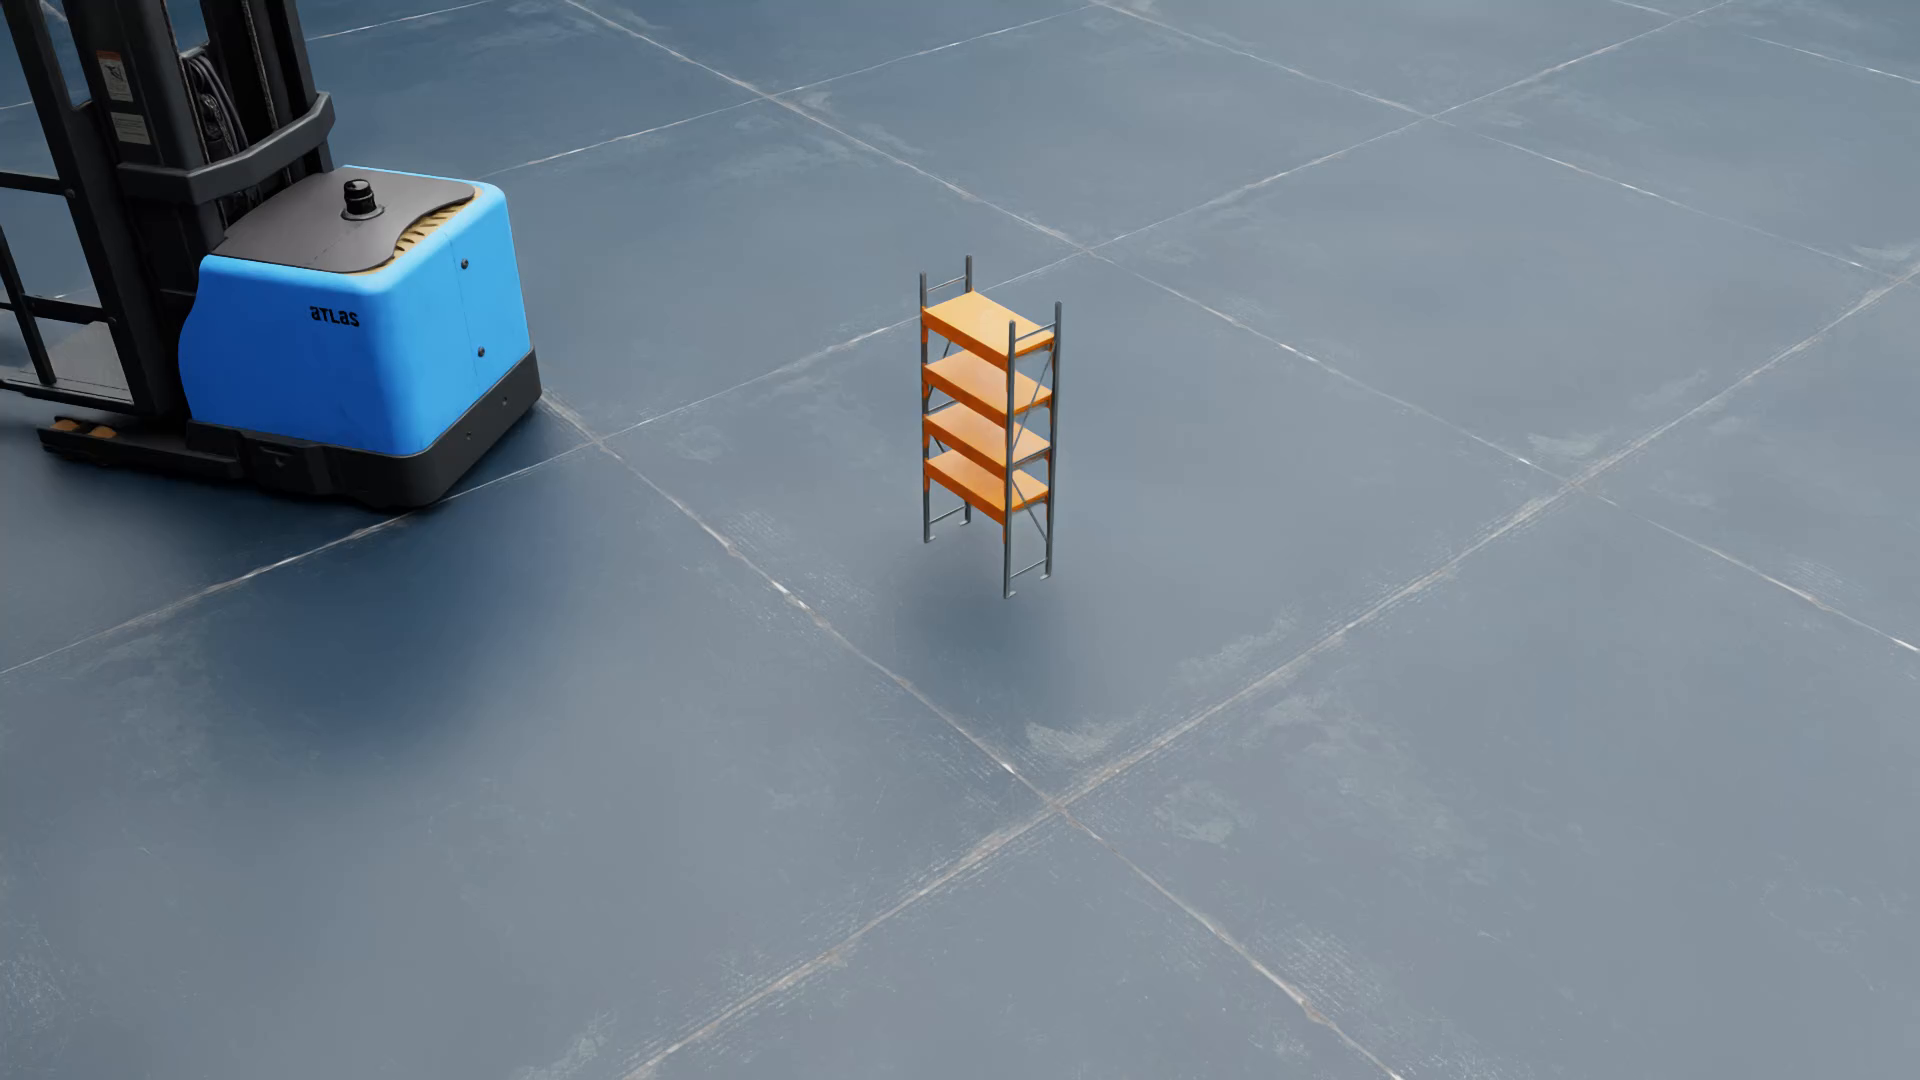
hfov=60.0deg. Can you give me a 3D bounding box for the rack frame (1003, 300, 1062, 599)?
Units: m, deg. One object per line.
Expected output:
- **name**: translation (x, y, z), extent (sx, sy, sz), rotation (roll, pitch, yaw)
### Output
- **rack frame**: translation (0.264, -0.309, 6.148), extent (0.240, 1.200, 0.015), rotation (-26, 43, -32)

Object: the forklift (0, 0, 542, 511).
- **forklift**: translation (-3.477, -1.800, 6.755), extent (3.031, 2.935, 1.130), rotation (10, 36, 14)

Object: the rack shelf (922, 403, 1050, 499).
- **rack shelf**: translation (0.107, -0.362, 6.339), extent (0.258, 0.148, 0.480), rotation (-26, 43, -32)

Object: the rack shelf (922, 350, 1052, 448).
- **rack shelf**: translation (0.107, -0.544, 6.210), extent (0.258, 0.148, 0.480), rotation (-26, 43, -32)

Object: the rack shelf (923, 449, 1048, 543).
- **rack shelf**: translation (0.107, -0.200, 6.454), extent (0.258, 0.148, 0.480), rotation (-26, 43, -32)

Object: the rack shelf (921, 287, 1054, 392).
- **rack shelf**: translation (0.107, -0.737, 6.073), extent (0.258, 0.148, 0.480), rotation (-26, 43, -32)

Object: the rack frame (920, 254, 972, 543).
- **rack frame**: translation (-0.051, -0.524, 6.452), extent (0.240, 1.200, 0.015), rotation (-26, 43, -32)

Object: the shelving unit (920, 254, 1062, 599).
- **shelving unit**: translation (0.107, -0.417, 6.300), extent (0.258, 1.200, 0.503), rotation (-26, 43, -32)
